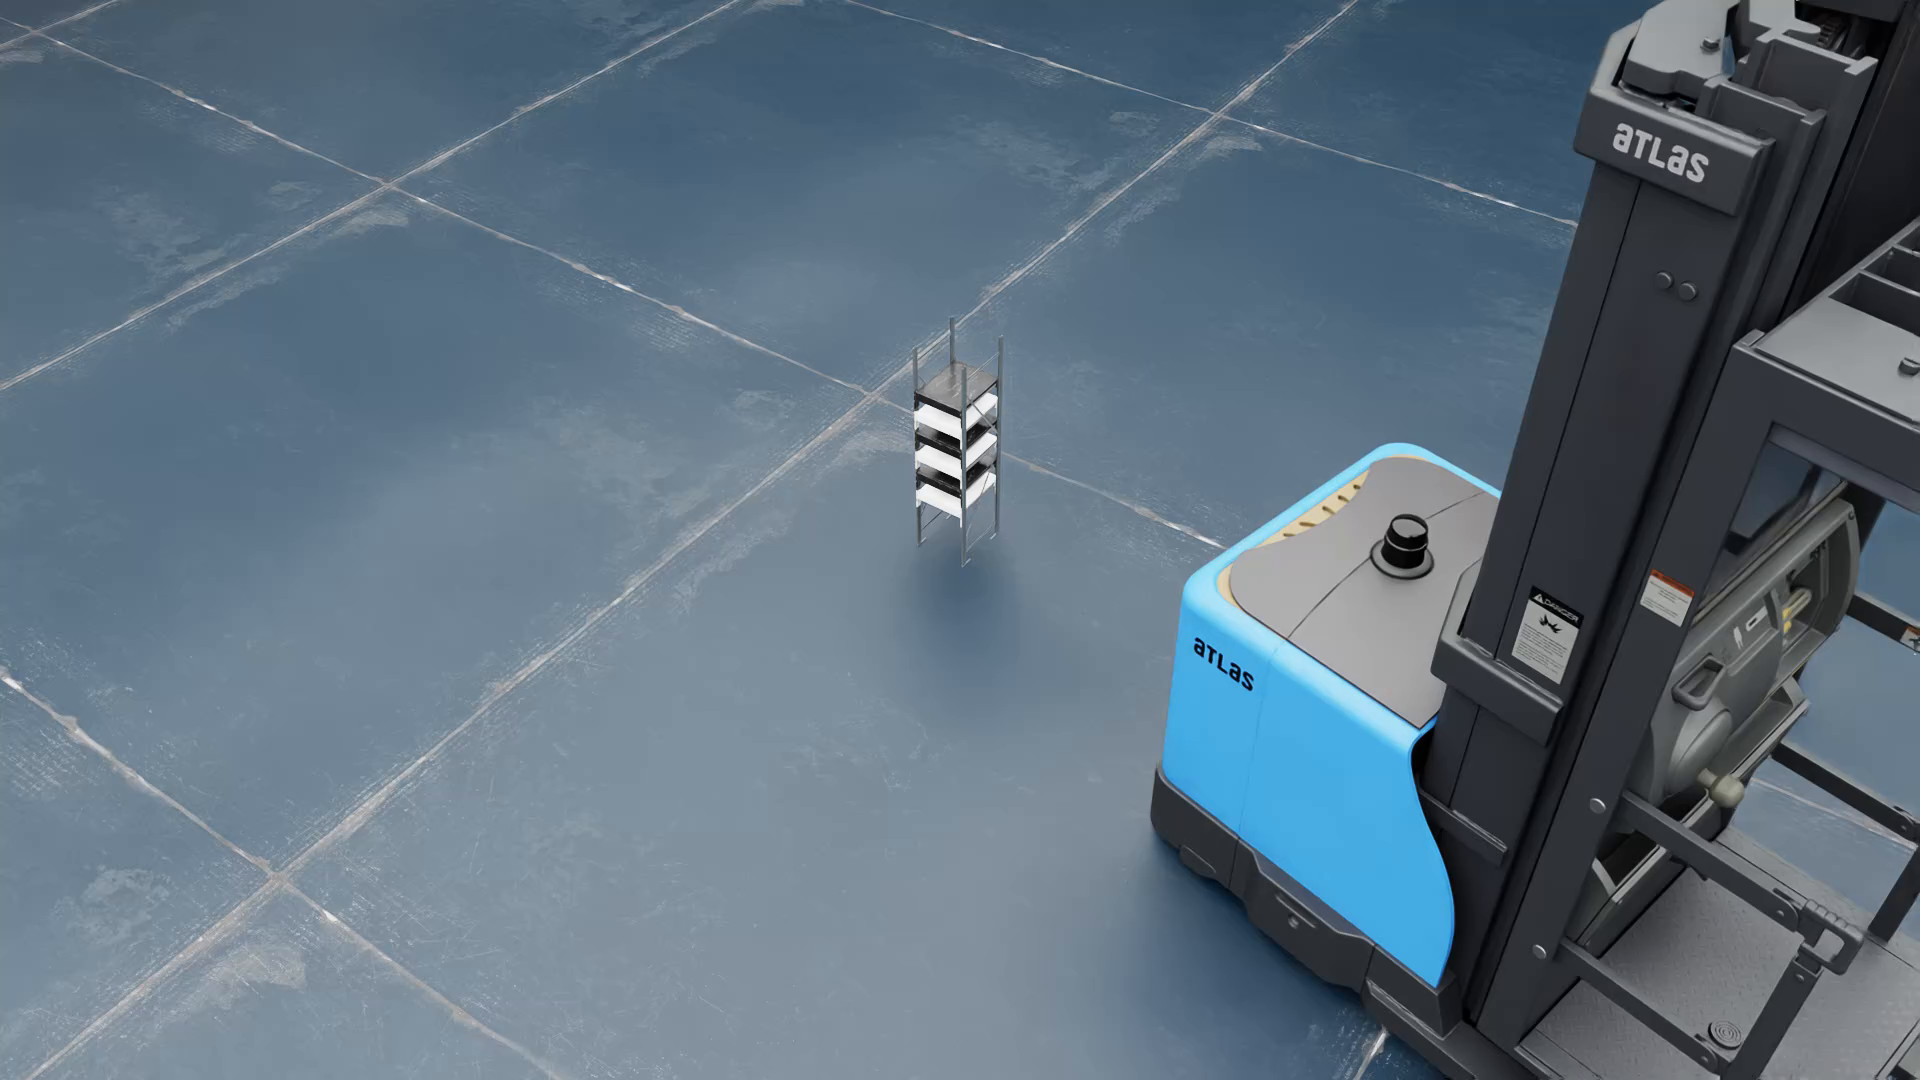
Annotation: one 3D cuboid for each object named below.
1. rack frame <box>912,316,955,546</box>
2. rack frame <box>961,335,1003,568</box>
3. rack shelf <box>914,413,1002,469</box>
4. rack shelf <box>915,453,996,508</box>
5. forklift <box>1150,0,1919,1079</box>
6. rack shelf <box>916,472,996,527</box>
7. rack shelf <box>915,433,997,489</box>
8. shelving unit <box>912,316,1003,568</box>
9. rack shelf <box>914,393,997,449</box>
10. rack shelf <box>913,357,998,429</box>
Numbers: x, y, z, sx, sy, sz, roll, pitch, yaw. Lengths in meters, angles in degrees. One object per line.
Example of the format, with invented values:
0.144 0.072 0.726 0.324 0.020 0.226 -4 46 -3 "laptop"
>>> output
-0.090 -0.377 5.997 0.006 0.900 0.240 25 48 25 "rack frame"
0.077 -0.300 5.910 0.006 0.900 0.240 25 48 25 "rack frame"
-0.007 -0.381 5.916 0.200 0.077 0.258 25 48 25 "rack shelf"
-0.007 -0.247 6.036 0.200 0.077 0.258 25 48 25 "rack shelf"
1.954 0.334 3.679 1.130 2.935 3.031 -31 50 -30 "forklift"
-0.007 -0.179 6.096 0.200 0.077 0.258 25 48 25 "rack shelf"
-0.007 -0.314 5.976 0.200 0.077 0.258 25 48 25 "rack shelf"
-0.007 -0.338 5.953 0.210 0.900 0.258 25 48 25 "shelving unit"
-0.007 -0.448 5.856 0.200 0.077 0.258 25 48 25 "rack shelf"
-0.007 -0.515 5.796 0.200 0.077 0.258 25 48 25 "rack shelf"
